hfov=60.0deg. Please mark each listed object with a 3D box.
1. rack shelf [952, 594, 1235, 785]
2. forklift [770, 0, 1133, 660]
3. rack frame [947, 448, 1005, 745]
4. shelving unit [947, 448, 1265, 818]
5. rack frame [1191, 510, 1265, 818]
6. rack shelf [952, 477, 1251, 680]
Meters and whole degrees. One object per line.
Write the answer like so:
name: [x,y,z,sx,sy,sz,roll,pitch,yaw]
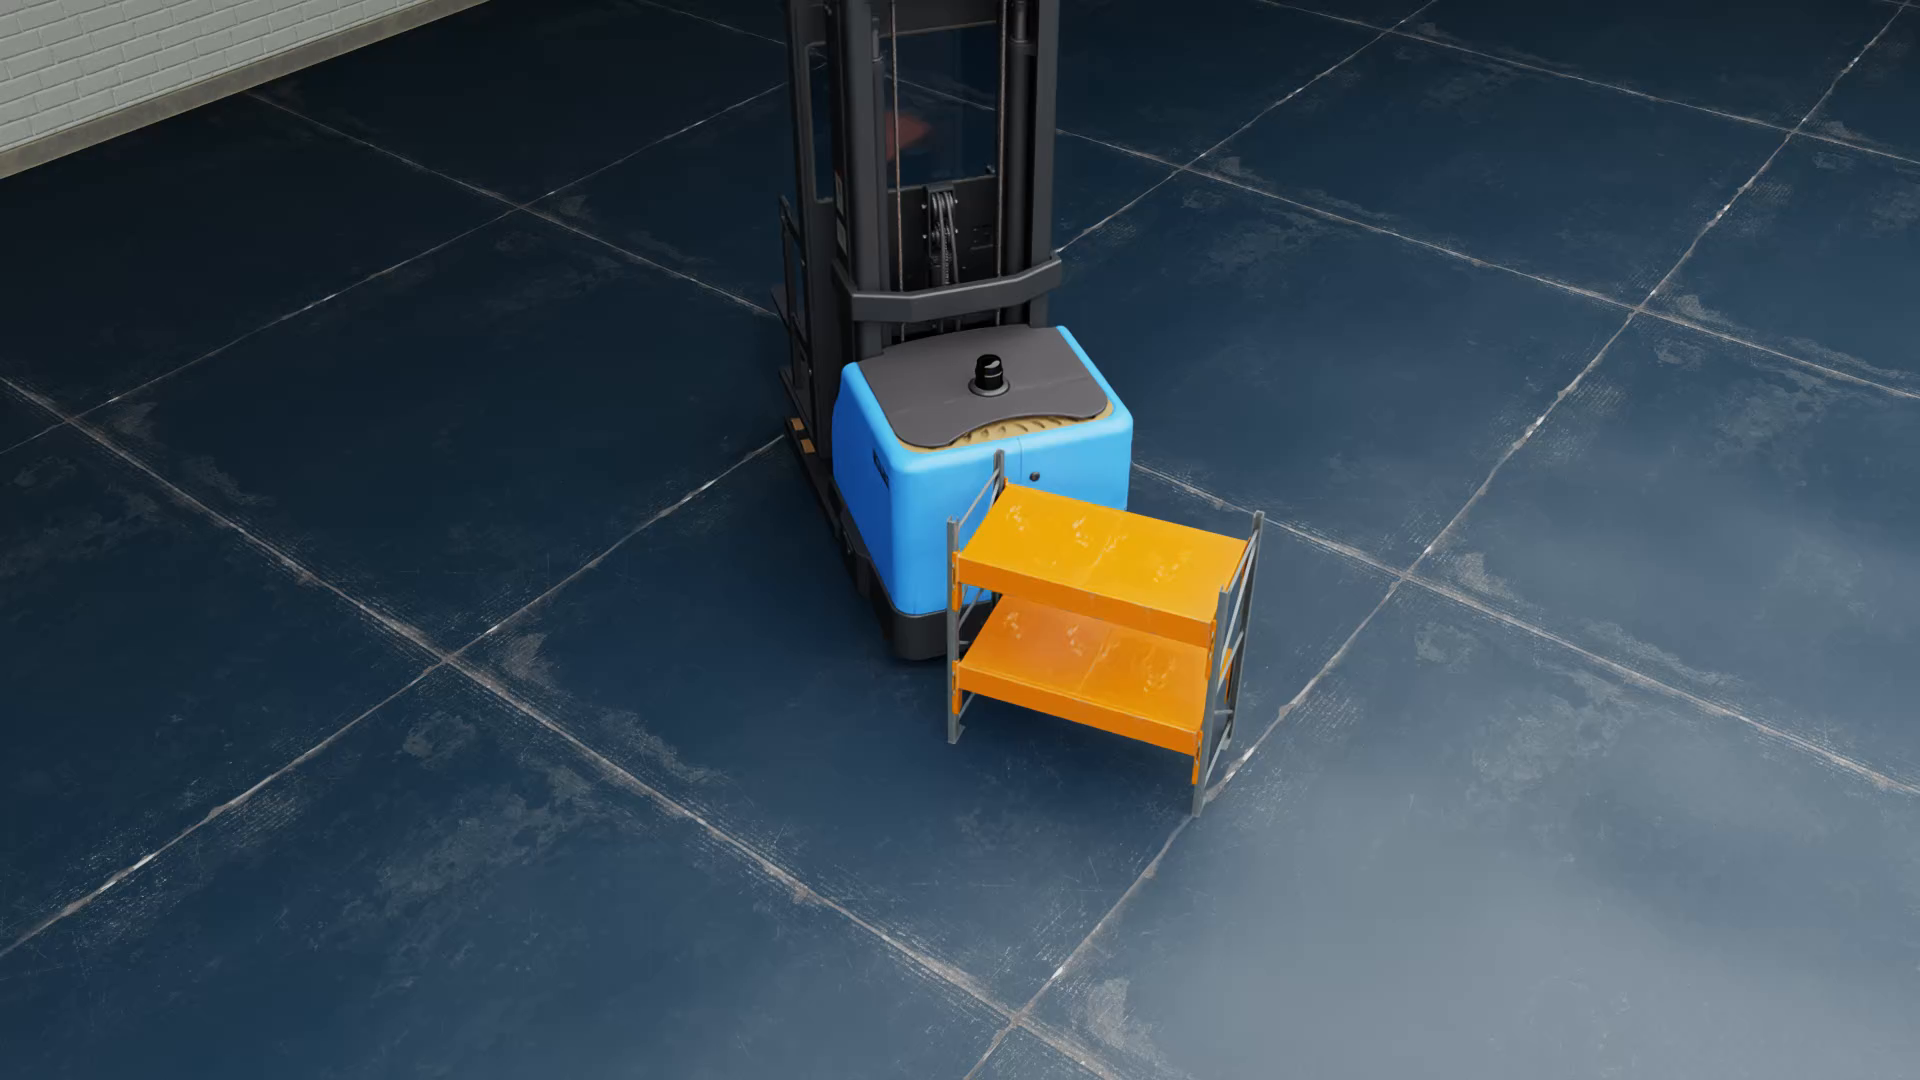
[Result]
rack shelf: [0.530,0.551,6.531,1.000,0.278,0.538,15,40,18]
forklift: [-0.240,-1.562,7.367,1.130,2.935,3.031,-12,40,-15]
rack frame: [0.062,0.237,6.535,0.032,1.125,0.500,15,40,18]
shelving unit: [0.530,0.358,6.380,1.048,1.125,0.538,15,40,18]
rack frame: [0.999,0.480,6.225,0.032,1.125,0.500,15,40,18]
rack shelf: [0.530,0.128,6.200,1.000,0.278,0.538,15,40,18]
